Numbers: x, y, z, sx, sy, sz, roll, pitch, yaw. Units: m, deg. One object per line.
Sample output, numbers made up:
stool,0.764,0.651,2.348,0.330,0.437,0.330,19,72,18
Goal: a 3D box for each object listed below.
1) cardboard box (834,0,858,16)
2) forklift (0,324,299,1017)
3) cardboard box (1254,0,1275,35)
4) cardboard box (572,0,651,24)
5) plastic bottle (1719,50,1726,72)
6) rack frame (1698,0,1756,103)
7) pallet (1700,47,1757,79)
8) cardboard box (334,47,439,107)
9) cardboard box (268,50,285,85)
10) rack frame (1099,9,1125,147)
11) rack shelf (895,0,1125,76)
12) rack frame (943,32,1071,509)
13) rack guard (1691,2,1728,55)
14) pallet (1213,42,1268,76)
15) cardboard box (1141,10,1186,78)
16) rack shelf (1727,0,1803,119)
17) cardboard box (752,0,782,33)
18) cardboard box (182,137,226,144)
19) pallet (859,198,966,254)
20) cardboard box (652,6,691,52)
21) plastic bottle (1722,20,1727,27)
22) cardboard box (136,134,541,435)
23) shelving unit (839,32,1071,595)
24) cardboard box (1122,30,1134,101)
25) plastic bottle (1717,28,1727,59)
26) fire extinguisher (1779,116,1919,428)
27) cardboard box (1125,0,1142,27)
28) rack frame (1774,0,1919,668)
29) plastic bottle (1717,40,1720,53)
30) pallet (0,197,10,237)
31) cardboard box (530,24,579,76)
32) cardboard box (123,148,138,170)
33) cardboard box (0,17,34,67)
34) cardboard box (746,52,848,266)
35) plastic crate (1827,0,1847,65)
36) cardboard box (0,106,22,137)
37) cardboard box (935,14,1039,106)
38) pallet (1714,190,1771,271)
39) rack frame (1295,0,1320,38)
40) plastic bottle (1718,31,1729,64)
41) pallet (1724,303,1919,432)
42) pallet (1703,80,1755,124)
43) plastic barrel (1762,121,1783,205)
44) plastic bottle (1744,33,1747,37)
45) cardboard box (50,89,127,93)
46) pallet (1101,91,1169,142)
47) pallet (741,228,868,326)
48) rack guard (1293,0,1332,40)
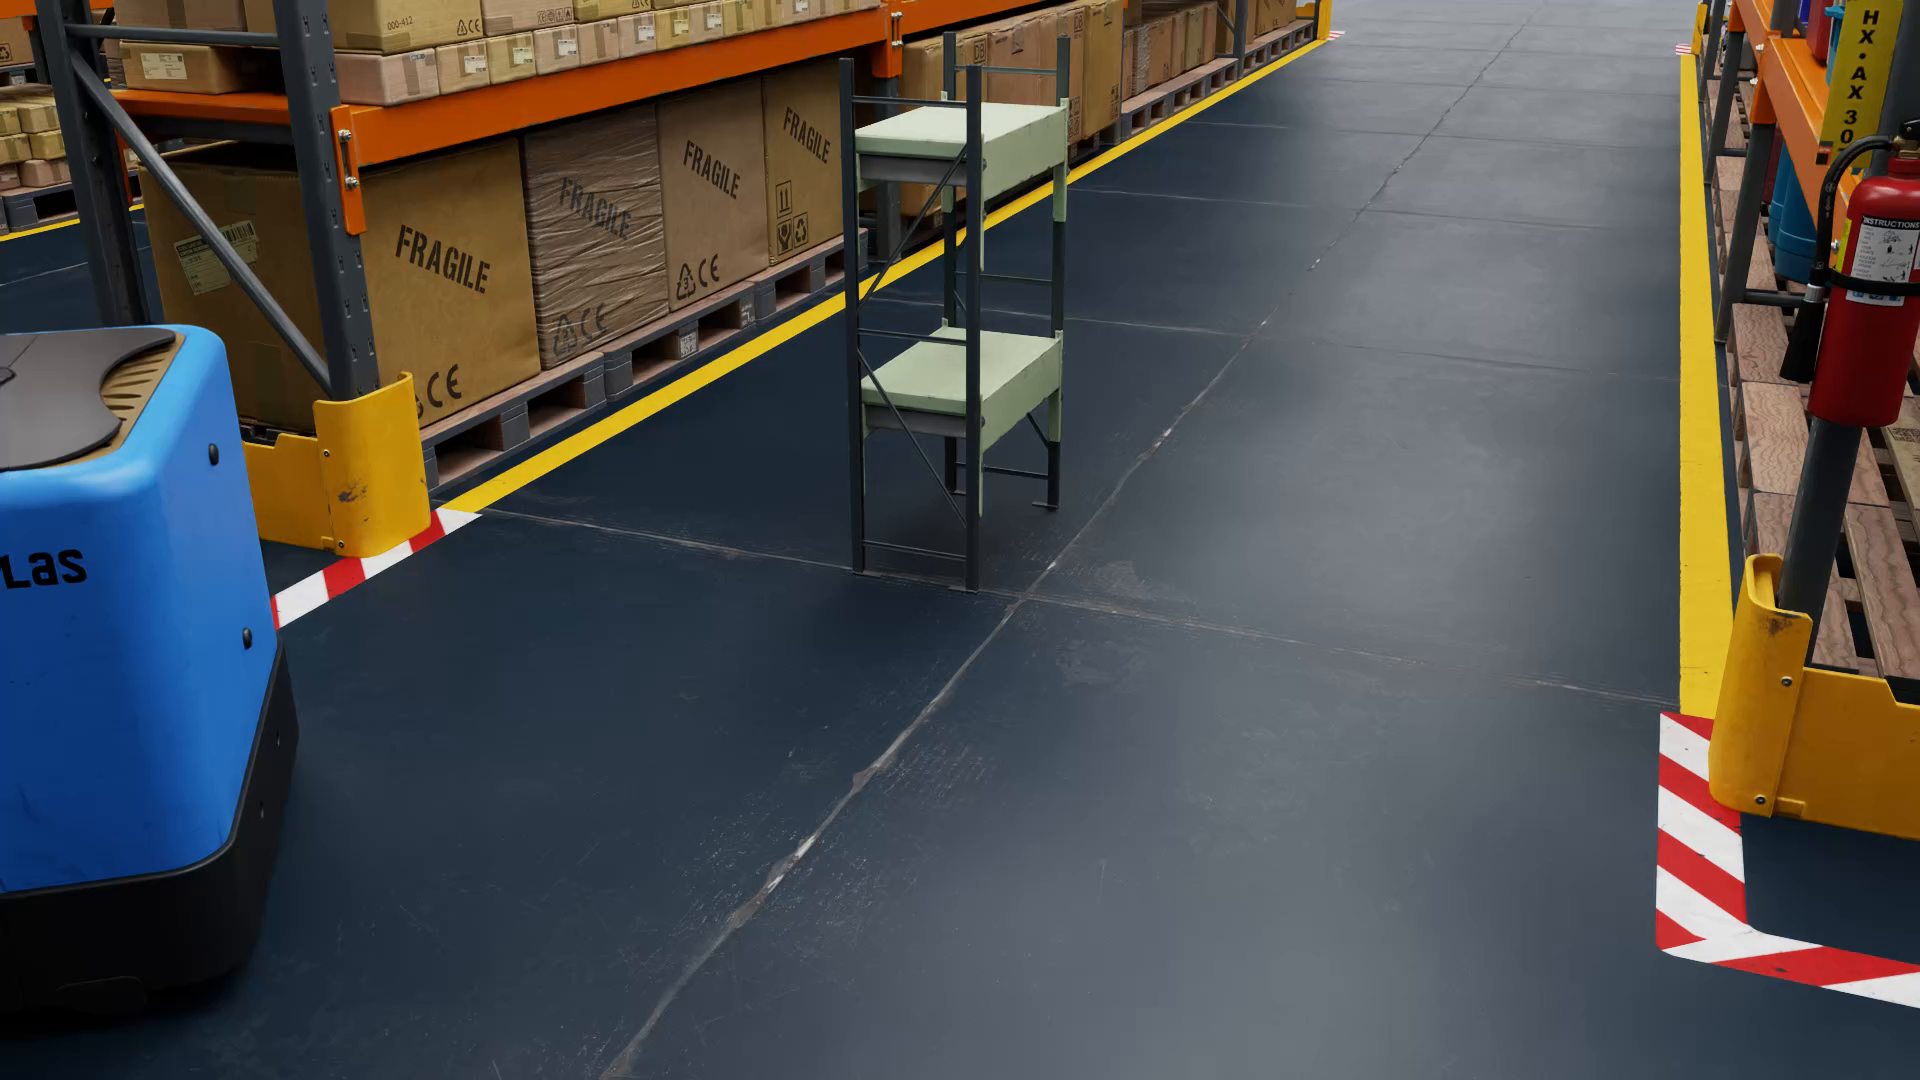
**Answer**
cardboard box,-0.701,-2.540,7.766,0.380,0.149,0.250,9,24,21
forklift,-2.927,-0.516,2.683,3.031,2.935,1.130,-6,23,-14
cardboard box,2.973,-5.578,17.411,0.500,0.500,0.500,11,25,25
cardboard box,-1.476,-2.041,6.053,0.500,0.250,0.500,8,24,18
plastic bottle,6.619,-4.145,14.341,0.097,0.201,0.097,0,23,0
rack frame,6.774,-5.058,13.469,1.000,3.000,0.127,9,24,20
pallet,7.514,-4.444,15.616,1.003,0.211,1.213,9,24,20
cardboard box,-1.844,-1.437,5.125,0.380,0.149,0.250,9,24,21
cardboard box,-2.360,-1.625,5.575,0.380,0.149,0.250,9,24,21
rack frame,0.690,-4.336,11.739,1.000,3.000,0.127,9,24,20
rack shelf,-0.053,-3.289,10.165,1.077,0.370,4.000,9,24,20
rack frame,0.138,-0.825,5.280,0.400,1.500,0.023,9,24,20
rack guard,8.275,-5.303,17.296,1.175,0.500,0.348,9,24,20
pallet,2.392,-4.726,16.291,1.003,0.211,1.213,9,24,20
cardboard box,1.525,-4.232,14.163,0.700,0.500,0.500,7,24,15
rack shelf,4.545,-2.579,8.467,1.077,0.370,4.000,9,24,20
cardboard box,-0.987,-2.264,7.105,0.380,0.149,0.250,9,24,21
cardboard box,-4.843,-2.918,11.042,0.500,0.500,0.500,10,25,22
pallet,-0.580,-1.905,9.537,1.003,0.211,1.213,9,24,20
cardboard box,-1.274,-1.988,6.443,0.380,0.149,0.250,8,24,19
plastic bottle,7.196,-4.757,15.700,0.061,0.283,0.133,9,24,21
cardboard box,-2.119,-0.927,5.790,0.875,0.875,0.875,9,24,20
shelving unit,0.002,-0.694,4.967,0.431,1.500,0.755,9,24,20
cardboard box,0.920,-3.628,12.717,0.700,0.500,0.500,7,24,17
plastic bottle,7.001,-4.518,15.138,0.152,0.276,0.135,9,24,21
fire extinguisher,1.839,-0.568,3.301,0.296,0.674,0.183,9,24,20
cardboard box,1.098,-4.167,13.034,0.500,0.250,0.500,12,25,26
rack frame,2.317,-0.764,3.188,1.000,3.000,0.127,9,24,20
plastic bottle,7.096,-4.604,15.439,0.097,0.201,0.097,0,23,0
pallet,-6.032,-1.681,9.000,1.003,0.211,1.213,9,24,20
cardboard box,-1.559,-1.714,5.789,0.380,0.149,0.250,8,24,19
cardboard box,-5.193,-2.340,10.115,0.380,0.149,0.250,9,24,21
cardboard box,-8.845,-4.733,14.901,0.875,0.875,0.875,9,24,20
cardboard box,-1.116,-1.893,8.103,0.875,0.875,0.875,9,24,20
plastic crate,3.064,-1.649,5.381,0.437,0.282,0.530,9,24,20
cardboard box,-5.567,-2.370,9.415,0.380,0.149,0.250,10,25,22
cardboard box,-0.246,-2.670,9.962,1.225,0.875,0.875,8,24,18
pallet,4.579,-1.617,8.848,1.003,0.211,1.213,9,24,20
rack frame,3.661,-7.199,18.593,1.000,3.000,0.127,9,24,20
plastic bottle,6.817,-4.380,14.709,0.144,0.351,0.185,8,24,17
pallet,3.565,-0.640,6.509,1.003,0.211,1.213,9,24,20
pallet,6.518,-3.485,13.320,1.003,0.211,1.213,9,24,20
plastic barrel,4.703,-2.127,9.033,0.600,0.588,0.708,9,24,20
plastic bottle,6.964,-4.333,14.694,0.152,0.276,0.135,9,24,20
cardboard box,-5.254,-2.639,10.059,0.380,0.149,0.250,9,24,22
pallet,0.981,-3.329,12.946,1.003,0.211,1.213,9,24,20
pallet,-1.151,-1.357,8.225,1.003,0.211,1.213,9,24,20
rack guard,3.633,-6.018,19.010,1.175,0.500,0.348,9,24,20
